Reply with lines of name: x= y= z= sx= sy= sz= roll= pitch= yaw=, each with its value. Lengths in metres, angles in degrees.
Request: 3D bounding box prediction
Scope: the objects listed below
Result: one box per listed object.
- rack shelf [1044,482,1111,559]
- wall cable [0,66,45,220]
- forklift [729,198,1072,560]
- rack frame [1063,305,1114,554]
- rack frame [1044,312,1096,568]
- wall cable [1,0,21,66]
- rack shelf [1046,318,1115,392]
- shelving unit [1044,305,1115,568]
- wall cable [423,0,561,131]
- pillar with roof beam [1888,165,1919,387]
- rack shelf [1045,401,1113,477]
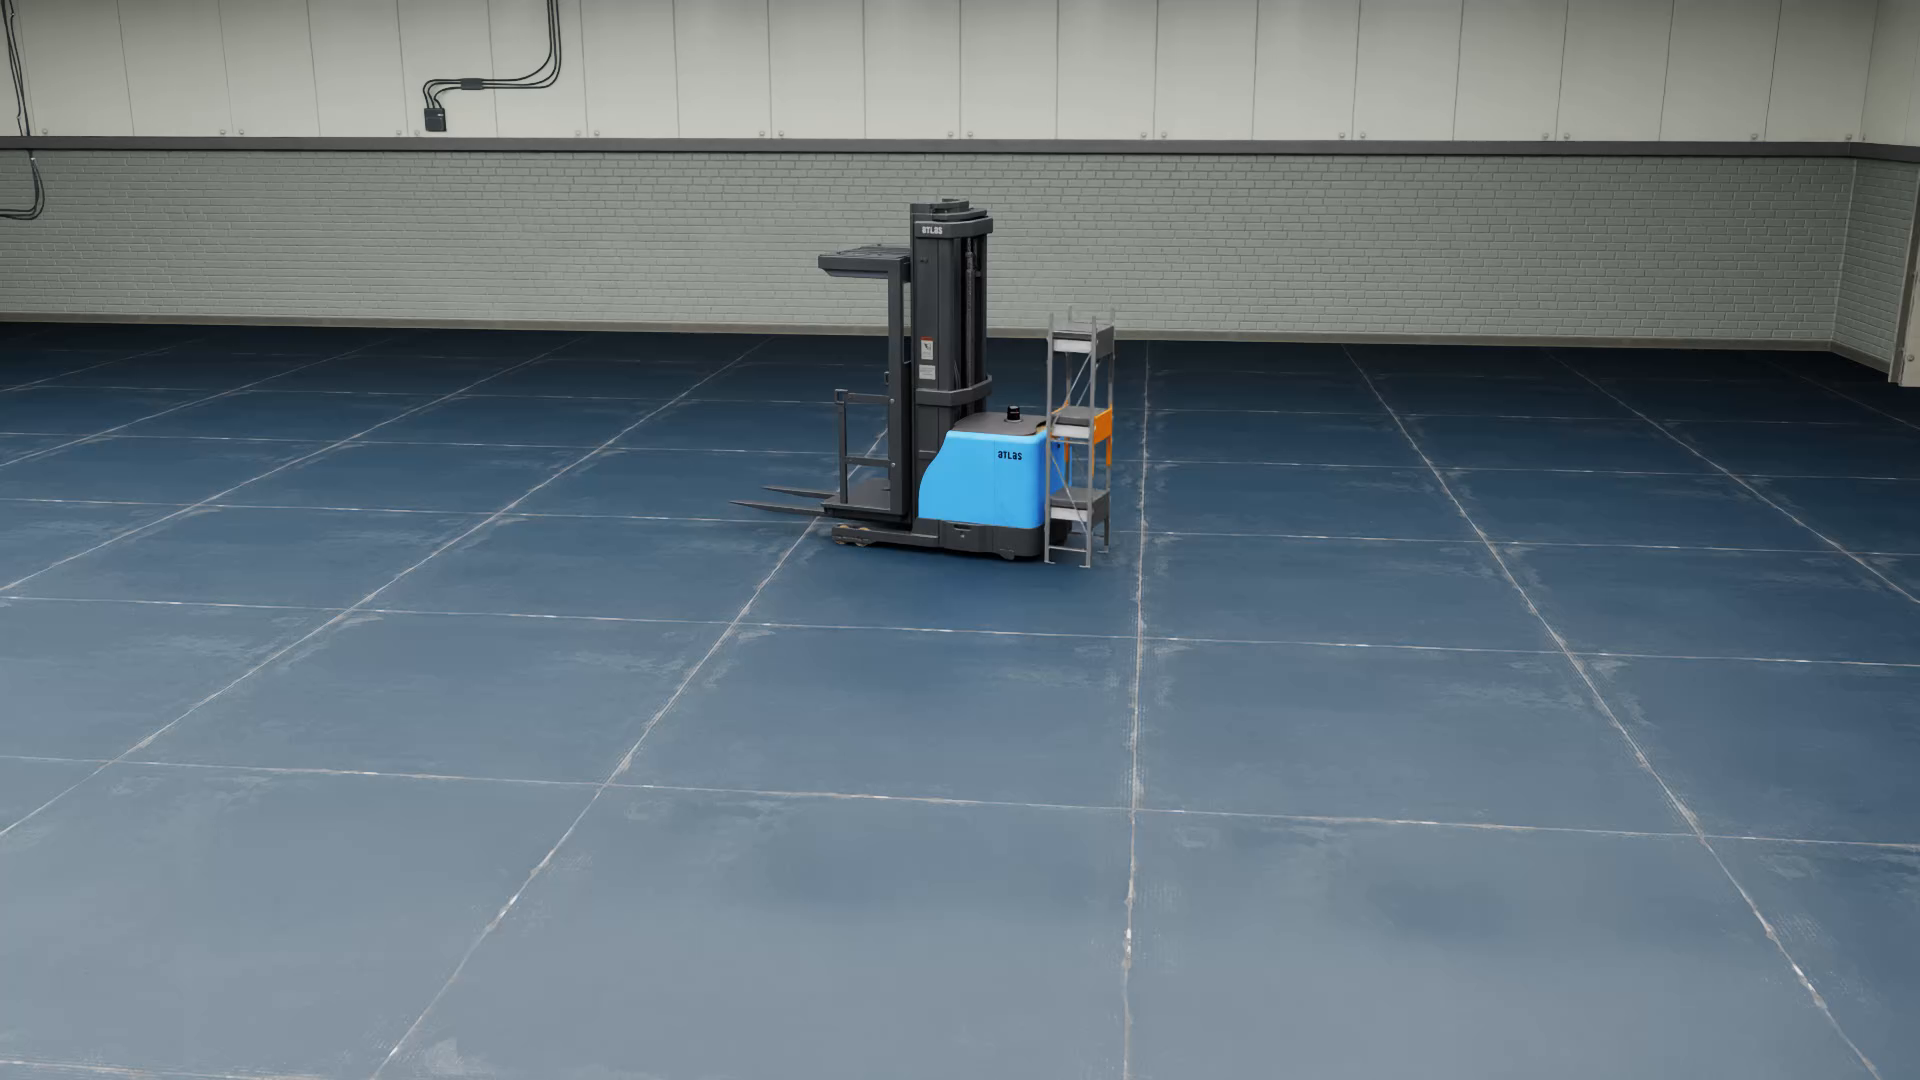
rack shelf: x=0.987 y=-0.169 z=13.998 sx=0.431 sy=0.518 sz=0.480 roll=6 pitch=16 yaw=22
wall cable: x=-16.884 y=-6.603 z=27.792 sx=3.097 sy=2.526 sz=0.112 roll=2 pitch=15 yaw=6
forklift: x=-0.575 y=-1.477 z=14.510 sx=3.031 sy=2.935 sz=1.130 roll=6 pitch=16 yaw=22
rack frame: x=1.081 y=-0.917 z=14.030 sx=0.400 sy=2.100 sz=0.015 roll=6 pitch=16 yaw=22
rack frame: x=0.894 y=-0.799 z=13.594 sx=0.400 sy=2.100 sz=0.015 roll=6 pitch=16 yaw=22
wall cable: x=-14.196 y=-8.962 z=26.838 sx=3.097 sy=2.526 sz=0.112 roll=2 pitch=15 yaw=6
rack shelf: x=0.987 y=-1.520 z=13.633 sx=0.431 sy=0.518 sz=0.480 roll=6 pitch=16 yaw=22
shelving unit: x=0.987 y=-0.858 z=13.812 sx=0.431 sy=2.100 sz=0.503 roll=6 pitch=16 yaw=22
wall cable: x=-7.453 y=-9.460 z=25.893 sx=2.305 sy=6.003 sz=0.169 roll=2 pitch=15 yaw=6
pillar with roof beam: x=8.491 y=-6.576 z=21.743 sx=9.100 sy=9.000 sz=0.400 roll=2 pitch=15 yaw=6
rack shelf: x=0.987 y=-0.845 z=13.816 sx=0.431 sy=0.518 sz=0.480 roll=6 pitch=16 yaw=22
